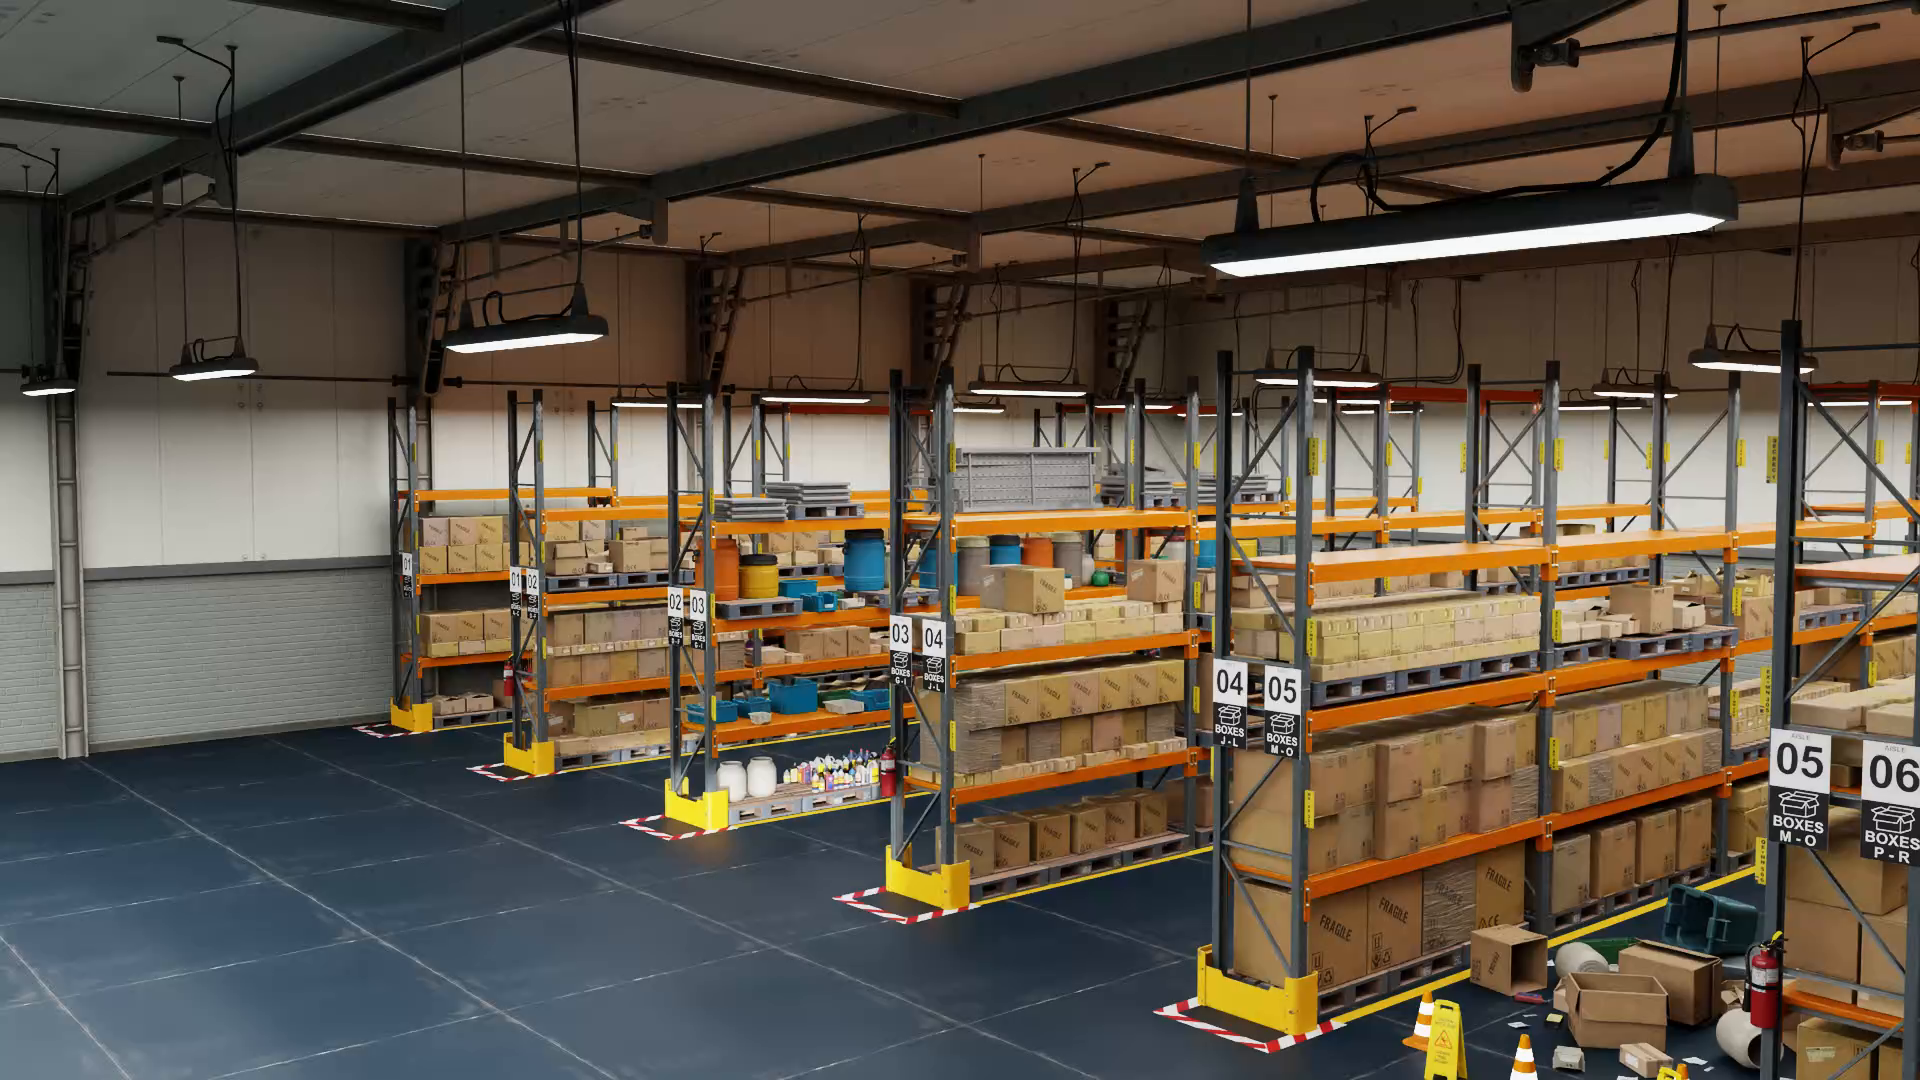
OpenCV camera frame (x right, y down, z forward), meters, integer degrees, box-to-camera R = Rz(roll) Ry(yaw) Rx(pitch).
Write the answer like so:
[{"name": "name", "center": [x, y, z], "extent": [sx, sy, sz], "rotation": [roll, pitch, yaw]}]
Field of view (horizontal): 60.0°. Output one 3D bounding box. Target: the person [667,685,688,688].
[{"name": "person", "center": [-5.068, 2.521, 30.014], "extent": [0.933, 1.747, 0.710], "rotation": [-3, 4, -41]}]

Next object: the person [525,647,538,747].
[{"name": "person", "center": [-7.204, 2.656, 28.570], "extent": [0.688, 1.716, 0.710], "rotation": [3, 4, 41]}]
